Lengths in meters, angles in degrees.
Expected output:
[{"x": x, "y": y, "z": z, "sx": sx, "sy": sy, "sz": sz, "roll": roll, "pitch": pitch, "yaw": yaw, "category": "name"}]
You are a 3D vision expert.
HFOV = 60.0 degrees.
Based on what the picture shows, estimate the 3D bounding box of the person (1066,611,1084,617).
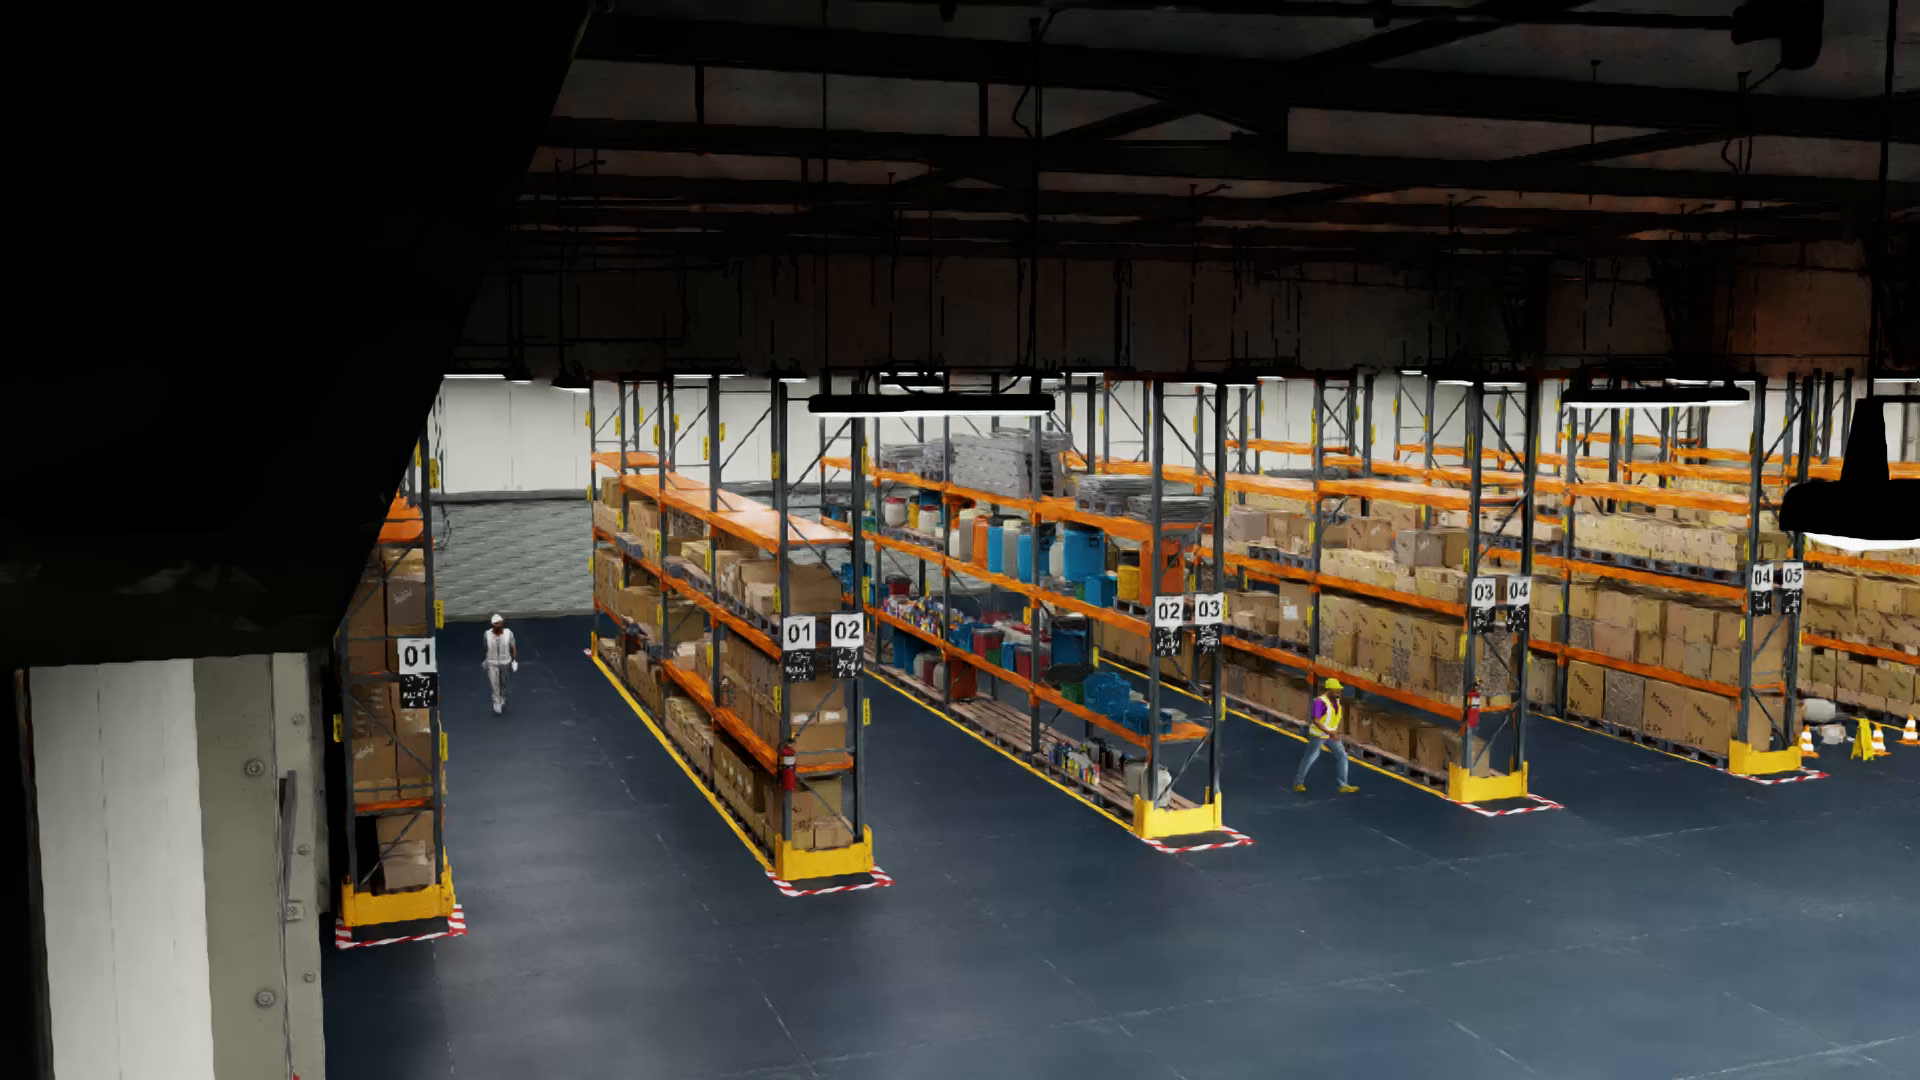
[{"x": 2.226, "y": 1.960, "z": 31.605, "sx": 0.551, "sy": 1.684, "sz": 0.426, "roll": 6, "pitch": 9, "yaw": 42, "category": "person"}]

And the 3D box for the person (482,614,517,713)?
[{"x": -8.182, "y": 2.173, "z": 29.572, "sx": 0.577, "sy": 1.733, "sz": 1.042, "roll": -3, "pitch": 7, "yaw": -21, "category": "person"}]

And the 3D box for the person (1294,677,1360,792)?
[{"x": 5.256, "y": 2.803, "z": 23.996, "sx": 0.712, "sy": 1.697, "sz": 0.830, "roll": -5, "pitch": 8, "yaw": -38, "category": "person"}]

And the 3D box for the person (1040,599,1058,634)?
[{"x": 1.803, "y": 1.612, "z": 35.221, "sx": 0.625, "sy": 1.611, "sz": 0.582, "roll": -3, "pitch": 7, "yaw": -22, "category": "person"}]
